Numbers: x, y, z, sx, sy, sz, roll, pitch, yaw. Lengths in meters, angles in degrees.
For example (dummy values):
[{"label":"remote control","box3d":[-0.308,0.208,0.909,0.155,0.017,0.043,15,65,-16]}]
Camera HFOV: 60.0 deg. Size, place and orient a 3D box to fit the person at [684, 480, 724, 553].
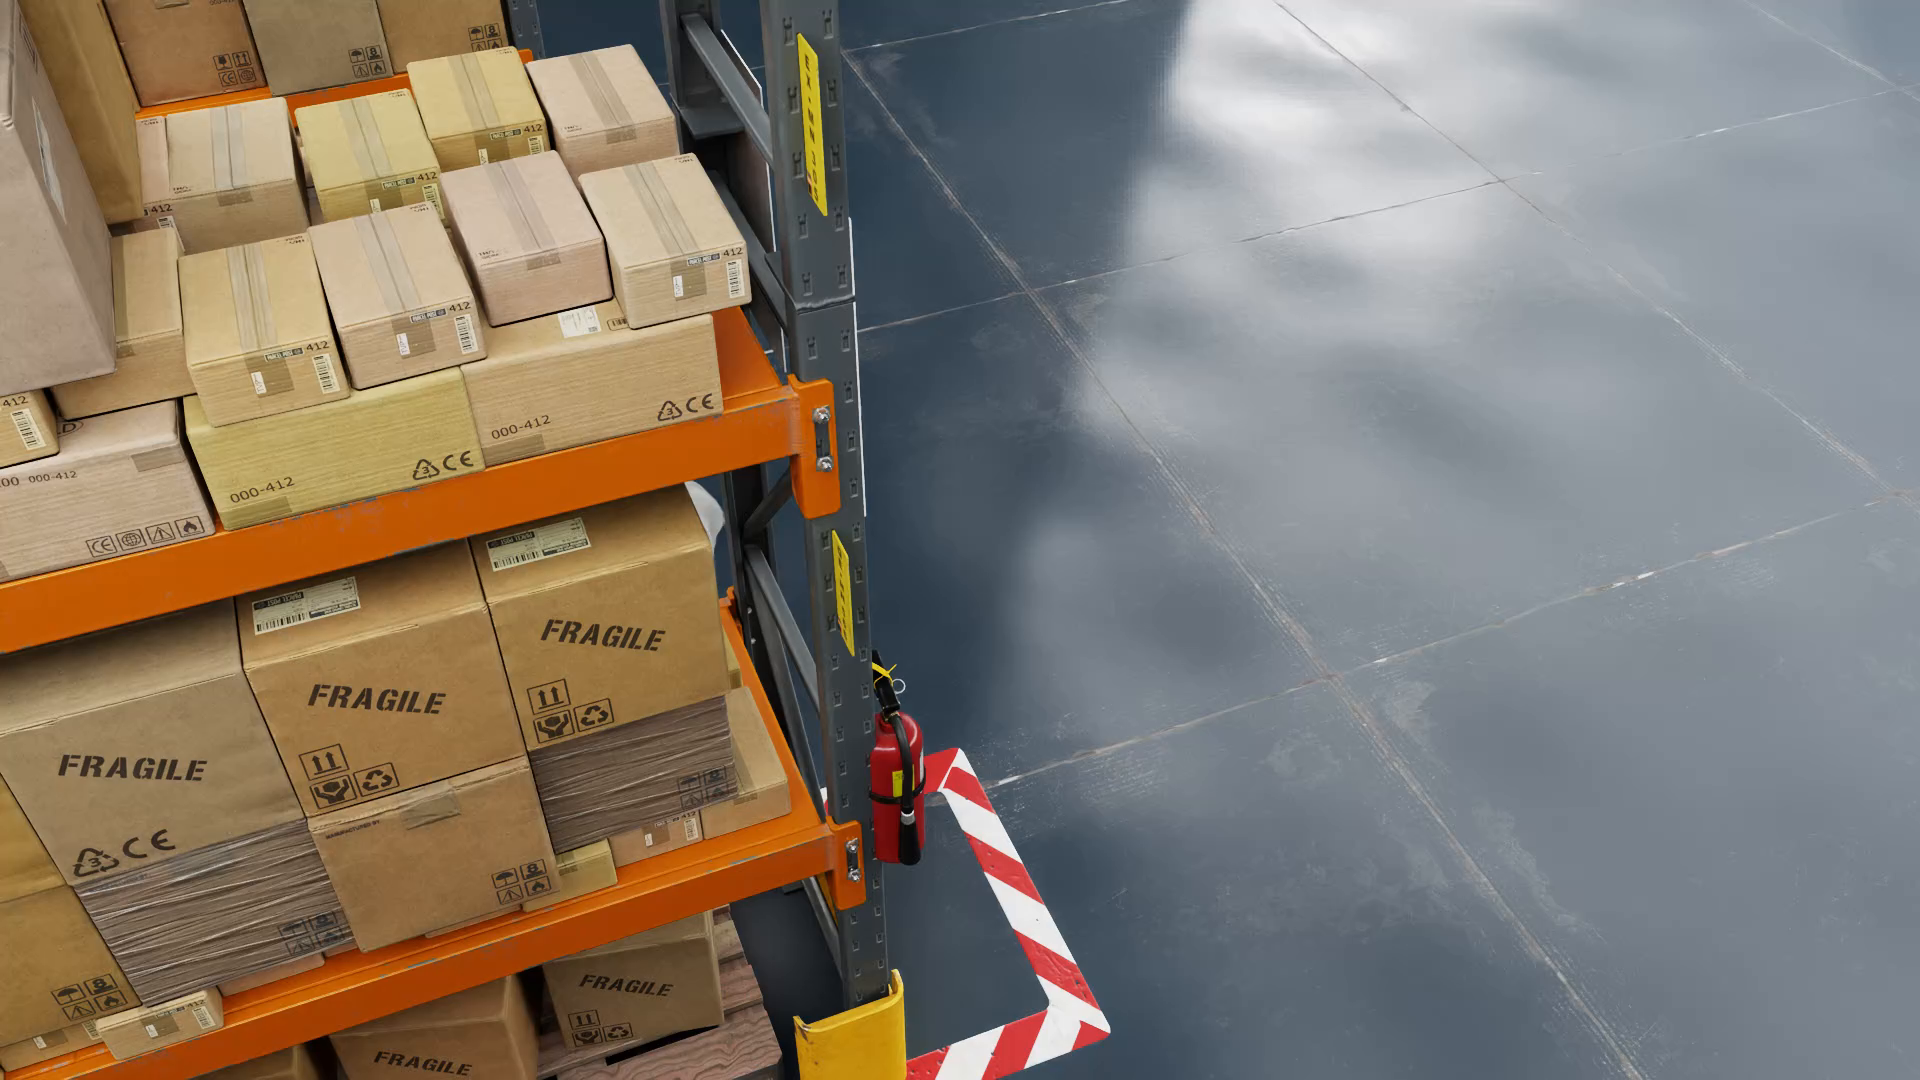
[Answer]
[{"label":"person","box3d":[-1.277,0.261,6.362,0.871,0.949,0.398,-30,50,-29]}]
